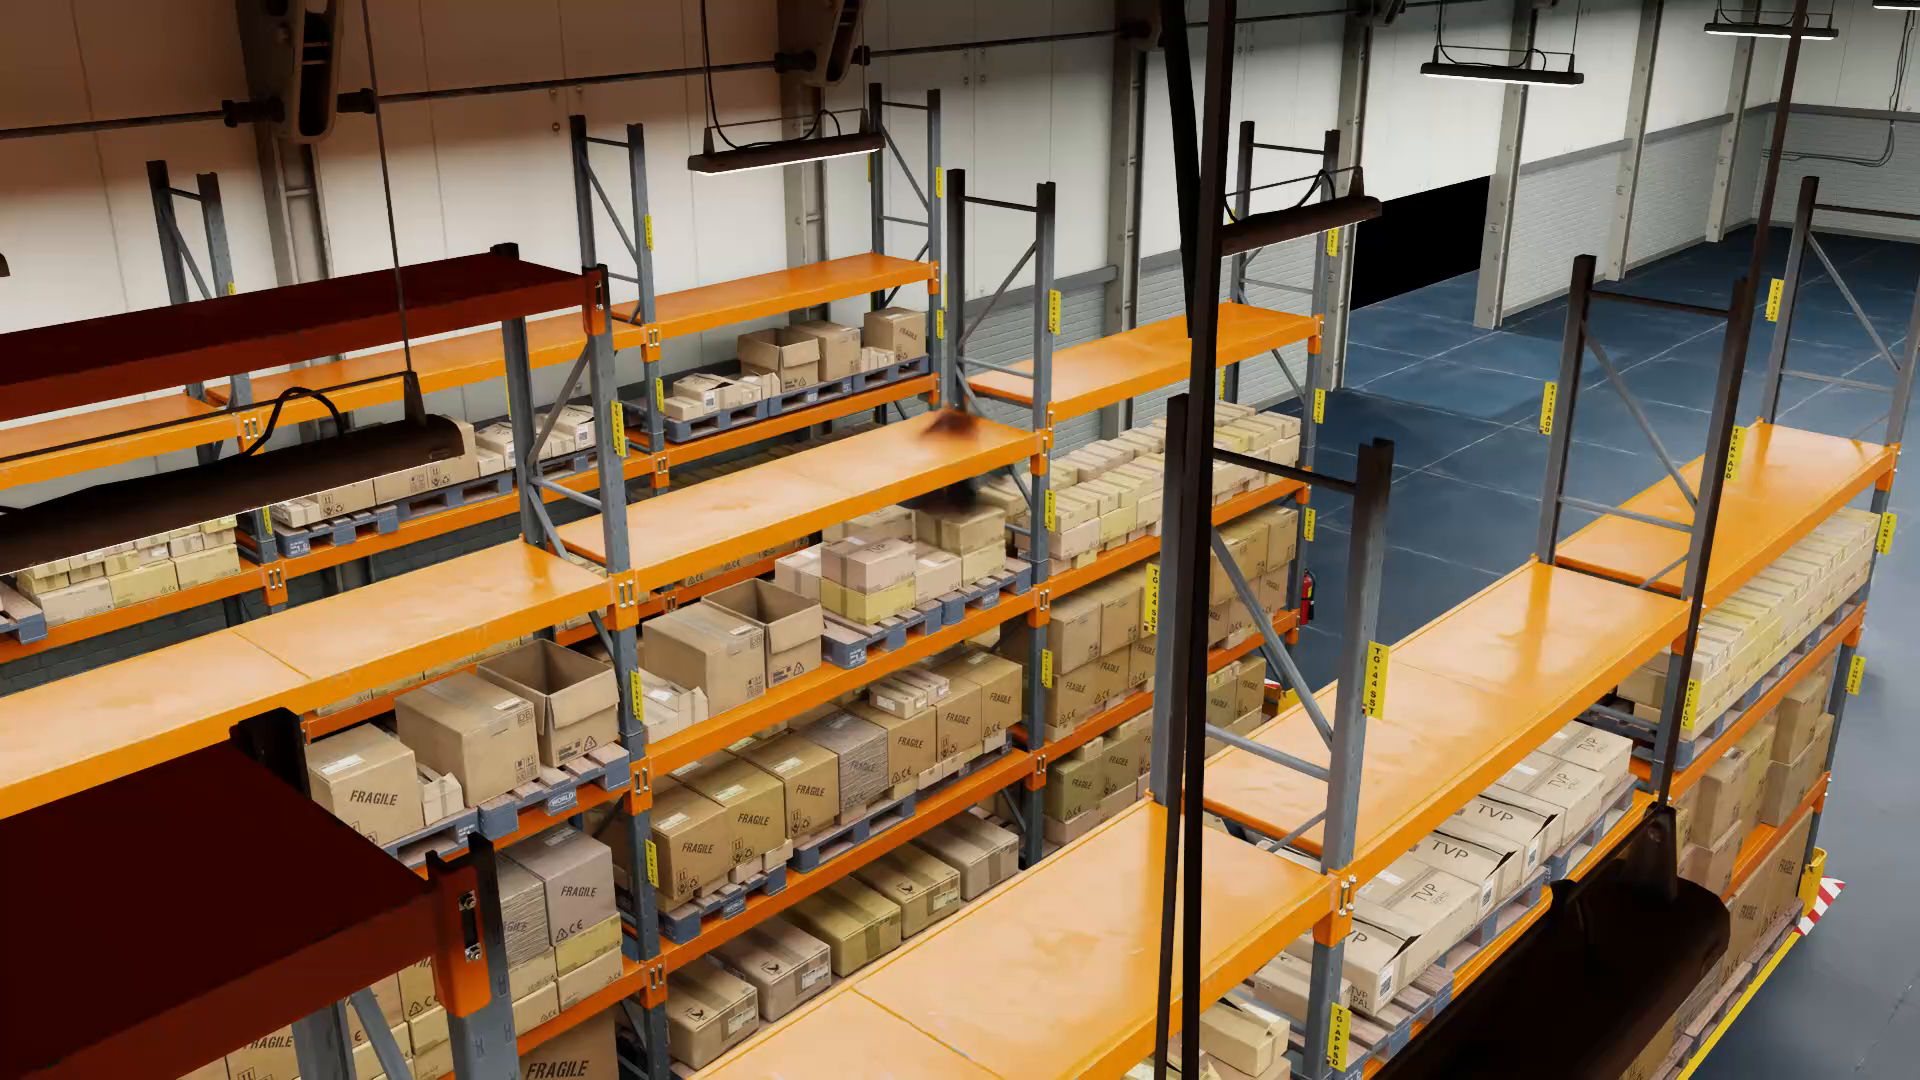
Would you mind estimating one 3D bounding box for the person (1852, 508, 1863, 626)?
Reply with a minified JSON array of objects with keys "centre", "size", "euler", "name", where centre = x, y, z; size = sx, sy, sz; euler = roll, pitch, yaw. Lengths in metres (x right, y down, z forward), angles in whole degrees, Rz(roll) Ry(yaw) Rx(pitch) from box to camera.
[{"centre":[9.859,0.448,18.599],"size":[0.575,1.665,0.611],"euler":[-6,22,-16],"name":"person"}]
